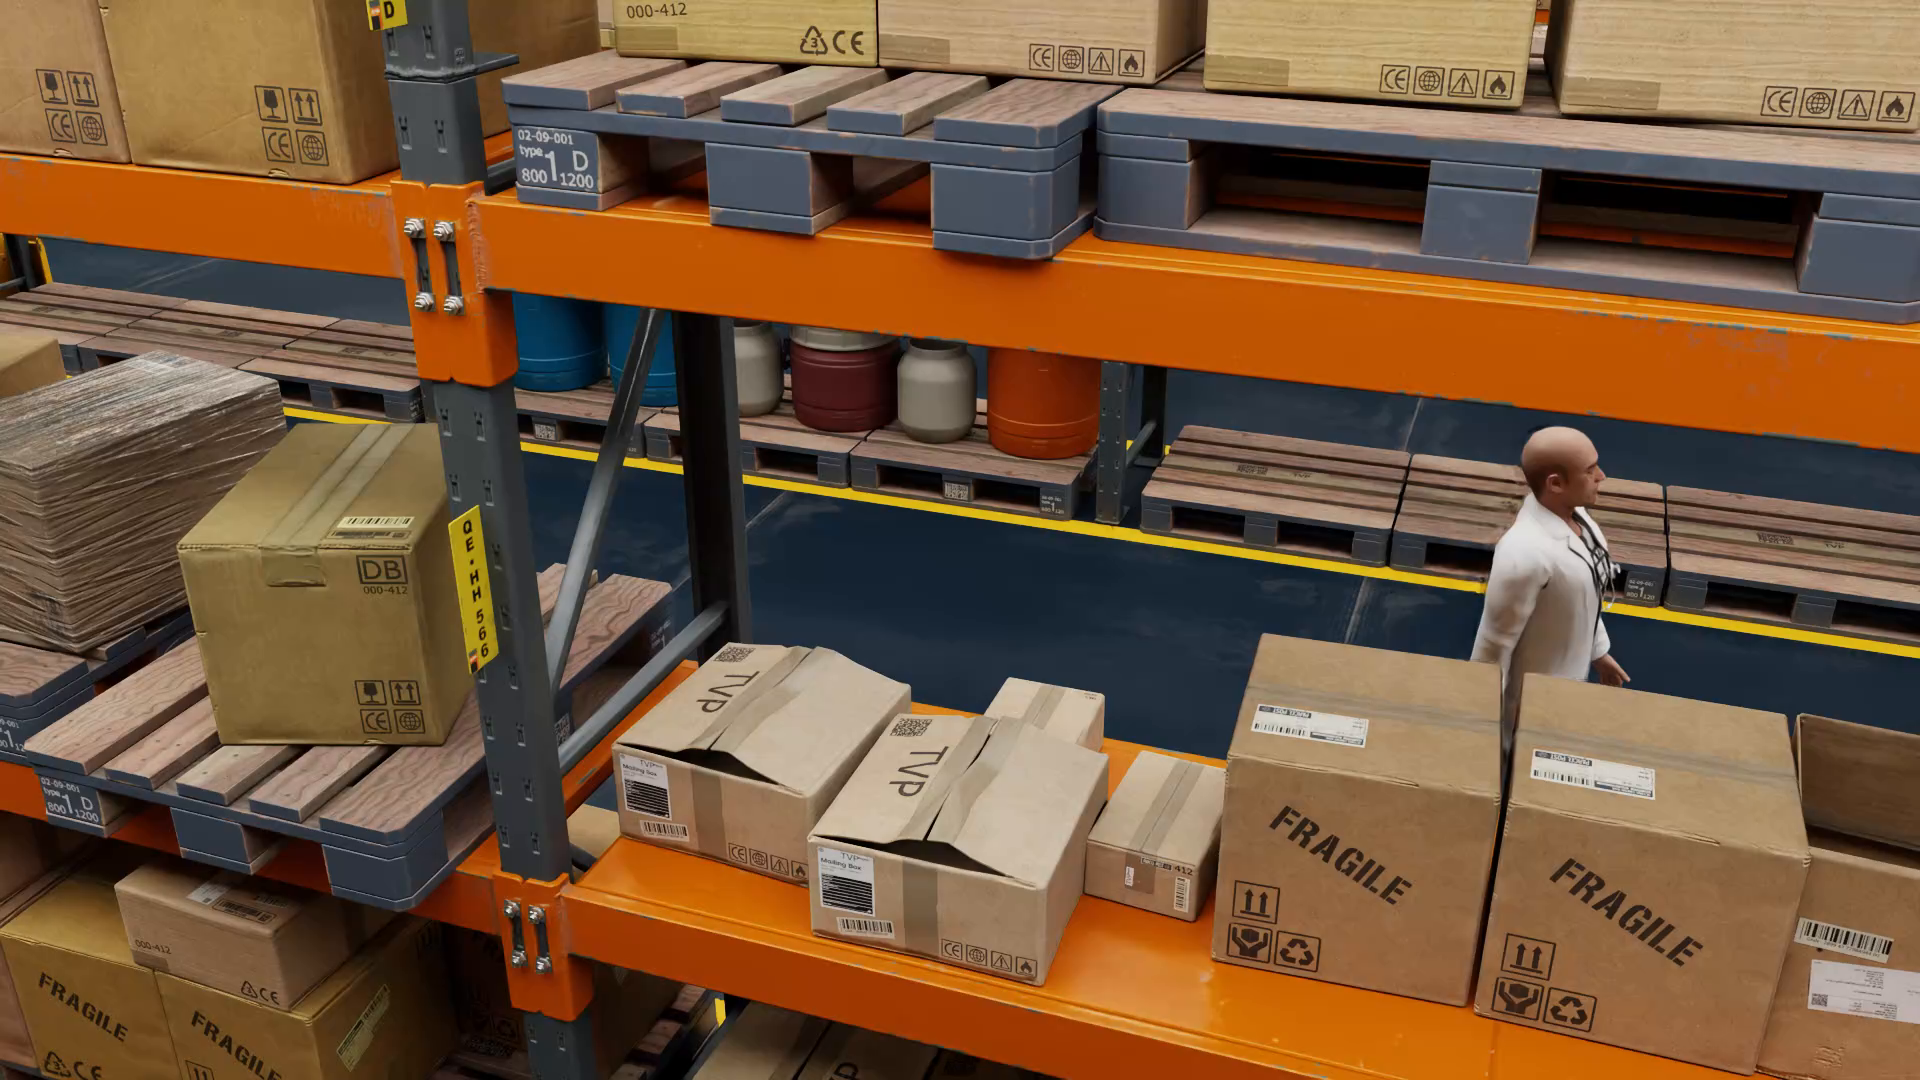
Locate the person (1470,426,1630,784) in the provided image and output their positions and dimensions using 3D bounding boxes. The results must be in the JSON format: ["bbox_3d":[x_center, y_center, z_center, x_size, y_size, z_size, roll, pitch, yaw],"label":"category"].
[{"bbox_3d":[1.805,0.455,5.172,1.117,1.733,0.617,10,27,21],"label":"person"}]
